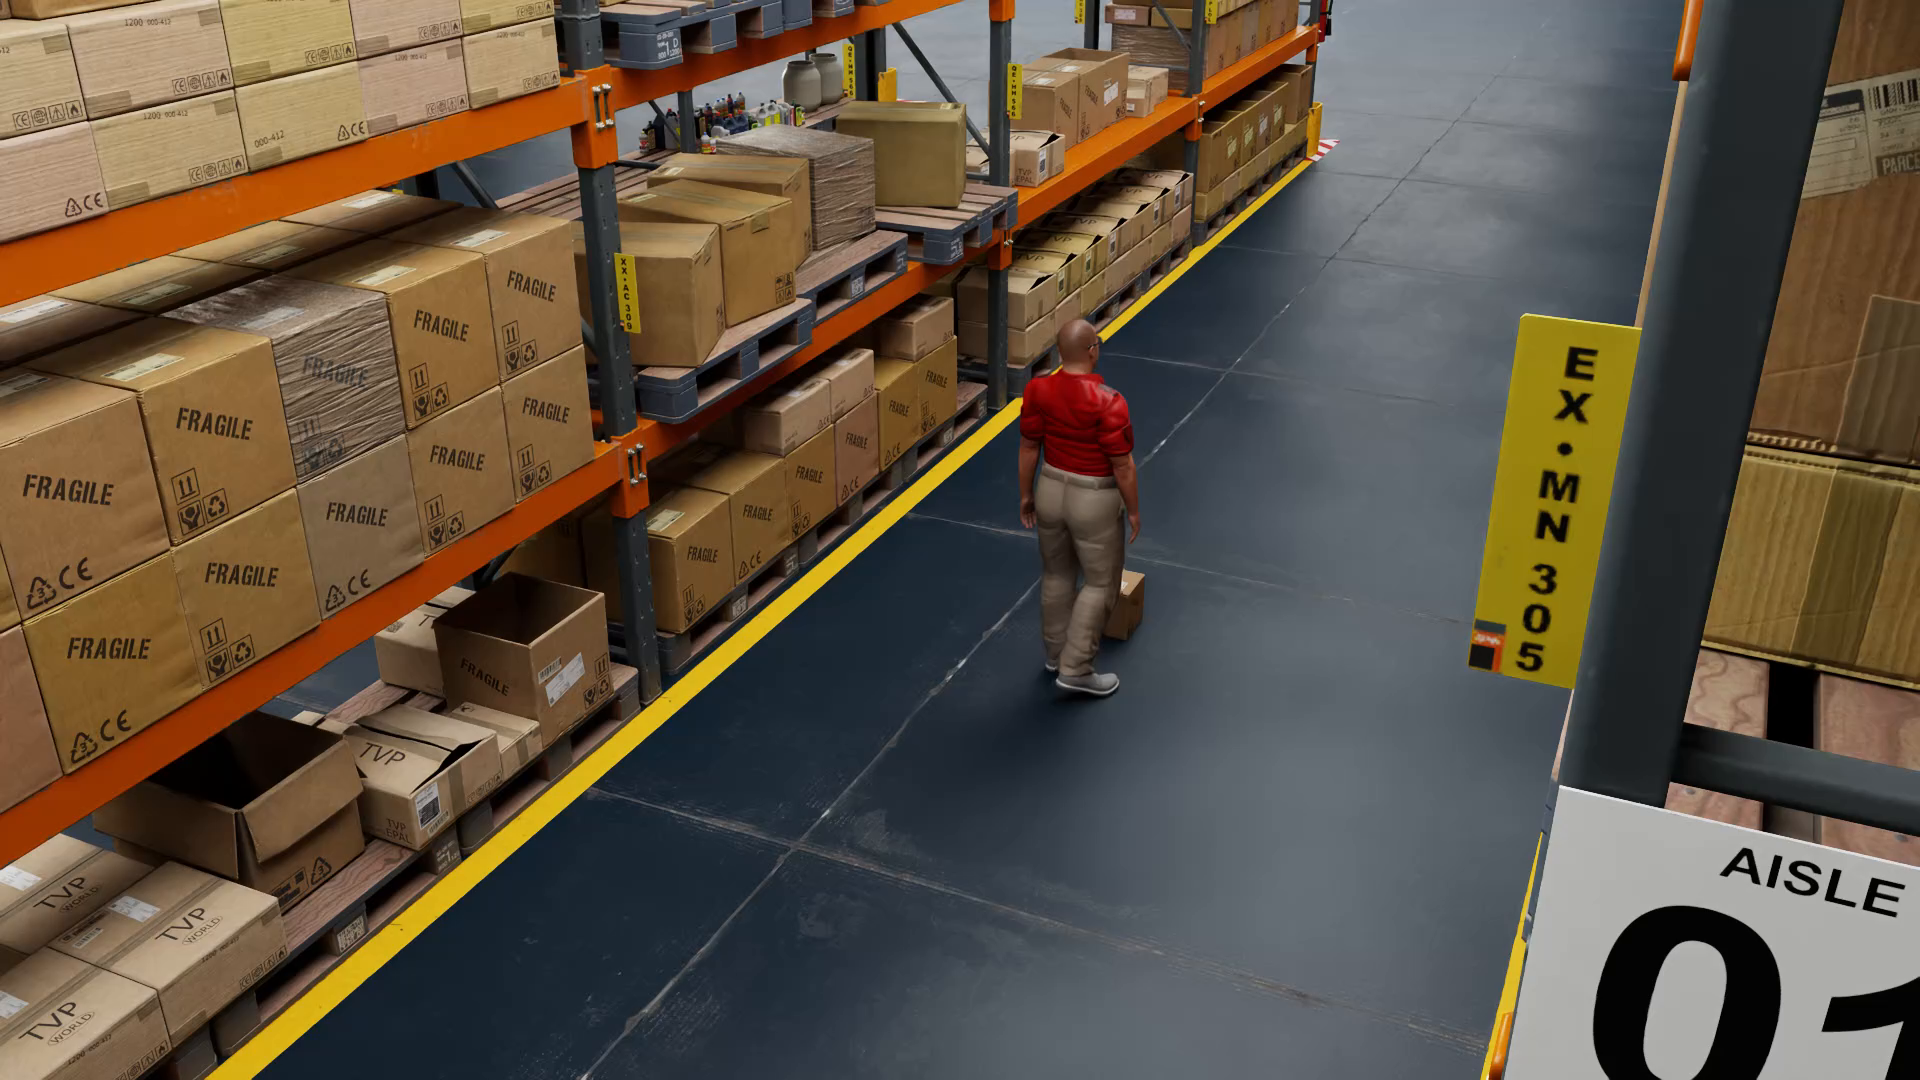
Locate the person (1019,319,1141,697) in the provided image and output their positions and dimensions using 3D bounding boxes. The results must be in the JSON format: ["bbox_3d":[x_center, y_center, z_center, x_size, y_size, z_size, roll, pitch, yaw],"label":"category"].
[{"bbox_3d":[0.528,-0.150,7.427,0.568,1.733,0.509,17,31,31],"label":"person"}]
